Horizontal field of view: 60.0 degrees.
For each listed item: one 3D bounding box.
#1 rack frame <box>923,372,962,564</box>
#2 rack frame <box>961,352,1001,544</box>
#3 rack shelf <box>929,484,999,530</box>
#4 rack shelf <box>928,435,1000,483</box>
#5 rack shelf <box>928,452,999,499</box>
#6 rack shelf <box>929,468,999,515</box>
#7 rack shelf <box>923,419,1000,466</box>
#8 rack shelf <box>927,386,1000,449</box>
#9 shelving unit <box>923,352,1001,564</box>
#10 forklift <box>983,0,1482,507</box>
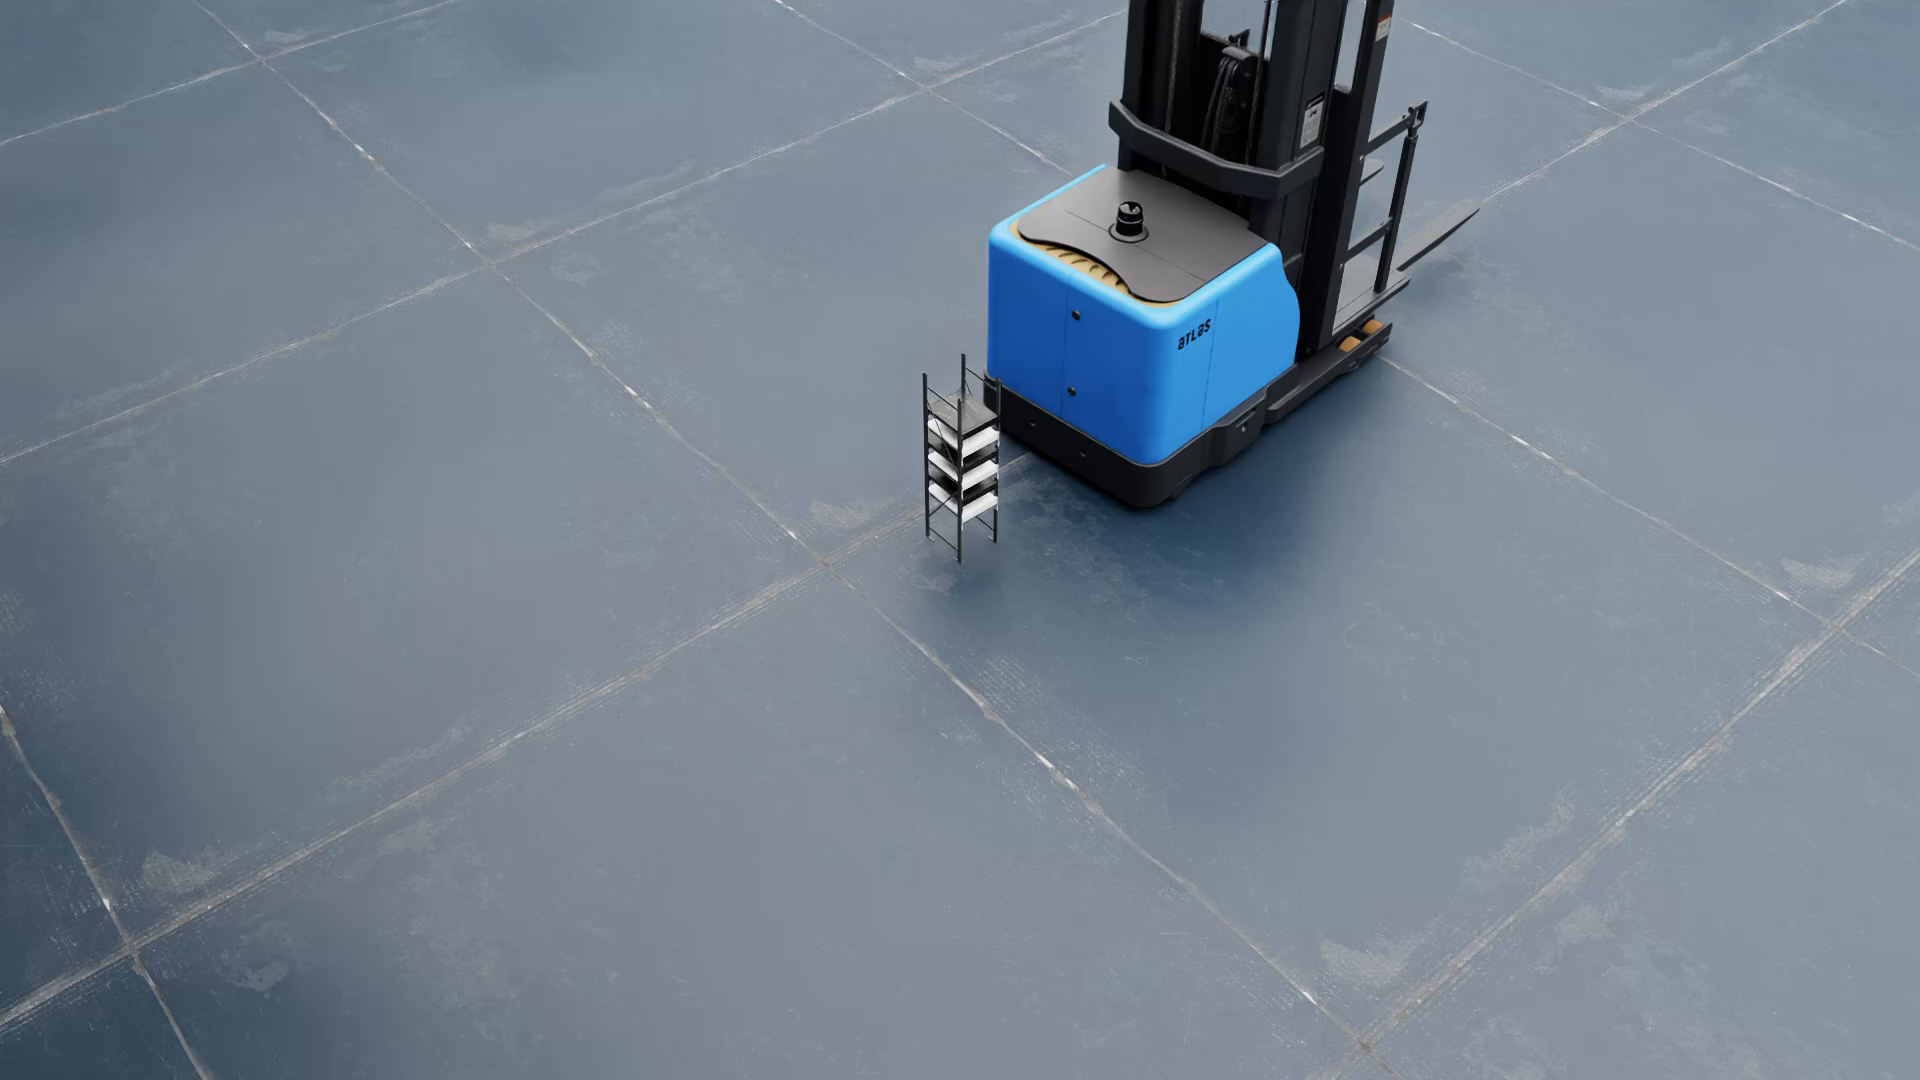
[{"bbox_3d":[-0.072,-0.287,6.952,0.006,0.900,0.240,-30,51,-28],"label":"rack frame"},{"bbox_3d":[0.084,-0.376,7.047,0.006,0.900,0.240,-30,51,-28],"label":"rack frame"},{"bbox_3d":[0.006,-0.176,7.145,0.200,0.077,0.258,-30,51,-28],"label":"rack shelf"},{"bbox_3d":[0.006,-0.373,6.961,0.200,0.077,0.258,-30,51,-28],"label":"rack shelf"},{"bbox_3d":[0.006,-0.307,7.022,0.200,0.077,0.258,-30,51,-28],"label":"rack shelf"},{"bbox_3d":[0.006,-0.242,7.084,0.200,0.077,0.258,-30,51,-28],"label":"rack shelf"},{"bbox_3d":[0.006,-0.438,6.899,0.200,0.077,0.258,-30,51,-28],"label":"rack shelf"},{"bbox_3d":[0.006,-0.504,6.837,0.200,0.077,0.258,-30,51,-28],"label":"rack shelf"},{"bbox_3d":[0.006,-0.332,6.999,0.210,0.900,0.258,-30,51,-28],"label":"shelving unit"},{"bbox_3d":[1.497,-2.122,7.422,1.130,2.935,3.031,34,53,31],"label":"forklift"}]
